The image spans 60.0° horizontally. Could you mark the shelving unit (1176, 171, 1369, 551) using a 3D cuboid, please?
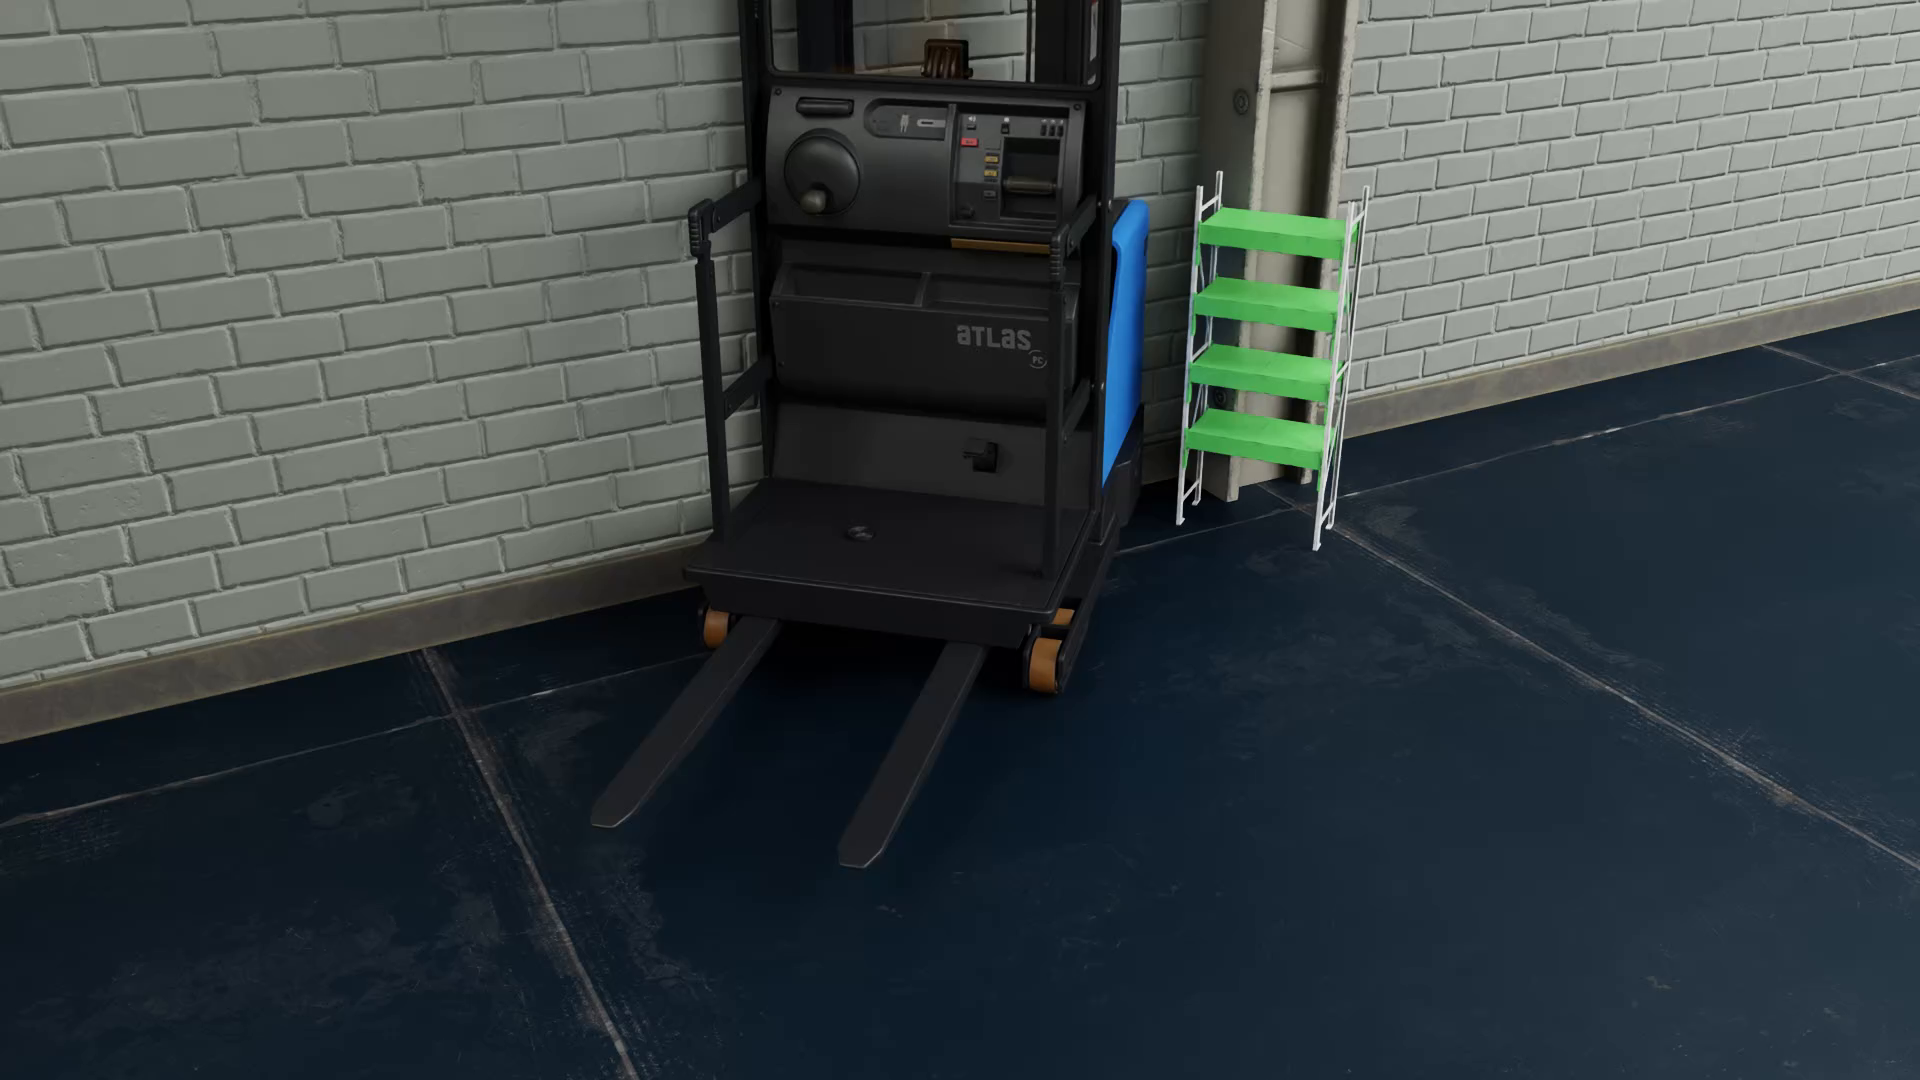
[{"bbox_3d":[1.039,-0.596,5.605,0.503,1.200,0.258,11,28,22],"label":"shelving unit"}]

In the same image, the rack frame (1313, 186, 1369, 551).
[{"bbox_3d":[1.261,-0.552,5.512,0.015,1.200,0.240,11,28,22],"label":"rack frame"}]

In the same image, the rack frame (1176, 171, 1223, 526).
[{"bbox_3d":[0.818,-0.640,5.697,0.015,1.200,0.240,11,28,22],"label":"rack frame"}]

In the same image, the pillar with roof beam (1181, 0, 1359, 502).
[{"bbox_3d":[3.094,-2.649,0.870,0.400,9.000,9.100,-13,29,-25],"label":"pillar with roof beam"}]

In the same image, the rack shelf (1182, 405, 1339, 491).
[{"bbox_3d":[1.039,-0.322,5.736,0.480,0.148,0.258,11,28,22],"label":"rack shelf"}]

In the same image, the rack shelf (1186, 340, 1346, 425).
[{"bbox_3d":[1.039,-0.538,5.632,0.480,0.148,0.258,11,28,22],"label":"rack shelf"}]

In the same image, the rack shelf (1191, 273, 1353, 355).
[{"bbox_3d":[1.039,-0.755,5.529,0.480,0.148,0.258,11,28,22],"label":"rack shelf"}]

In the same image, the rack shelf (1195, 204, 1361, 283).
[{"bbox_3d":[1.039,-0.971,5.425,0.480,0.148,0.258,11,28,22],"label":"rack shelf"}]

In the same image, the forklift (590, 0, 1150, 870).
[{"bbox_3d":[-0.158,-1.058,4.567,1.130,2.935,3.031,6,26,13],"label":"forklift"}]
